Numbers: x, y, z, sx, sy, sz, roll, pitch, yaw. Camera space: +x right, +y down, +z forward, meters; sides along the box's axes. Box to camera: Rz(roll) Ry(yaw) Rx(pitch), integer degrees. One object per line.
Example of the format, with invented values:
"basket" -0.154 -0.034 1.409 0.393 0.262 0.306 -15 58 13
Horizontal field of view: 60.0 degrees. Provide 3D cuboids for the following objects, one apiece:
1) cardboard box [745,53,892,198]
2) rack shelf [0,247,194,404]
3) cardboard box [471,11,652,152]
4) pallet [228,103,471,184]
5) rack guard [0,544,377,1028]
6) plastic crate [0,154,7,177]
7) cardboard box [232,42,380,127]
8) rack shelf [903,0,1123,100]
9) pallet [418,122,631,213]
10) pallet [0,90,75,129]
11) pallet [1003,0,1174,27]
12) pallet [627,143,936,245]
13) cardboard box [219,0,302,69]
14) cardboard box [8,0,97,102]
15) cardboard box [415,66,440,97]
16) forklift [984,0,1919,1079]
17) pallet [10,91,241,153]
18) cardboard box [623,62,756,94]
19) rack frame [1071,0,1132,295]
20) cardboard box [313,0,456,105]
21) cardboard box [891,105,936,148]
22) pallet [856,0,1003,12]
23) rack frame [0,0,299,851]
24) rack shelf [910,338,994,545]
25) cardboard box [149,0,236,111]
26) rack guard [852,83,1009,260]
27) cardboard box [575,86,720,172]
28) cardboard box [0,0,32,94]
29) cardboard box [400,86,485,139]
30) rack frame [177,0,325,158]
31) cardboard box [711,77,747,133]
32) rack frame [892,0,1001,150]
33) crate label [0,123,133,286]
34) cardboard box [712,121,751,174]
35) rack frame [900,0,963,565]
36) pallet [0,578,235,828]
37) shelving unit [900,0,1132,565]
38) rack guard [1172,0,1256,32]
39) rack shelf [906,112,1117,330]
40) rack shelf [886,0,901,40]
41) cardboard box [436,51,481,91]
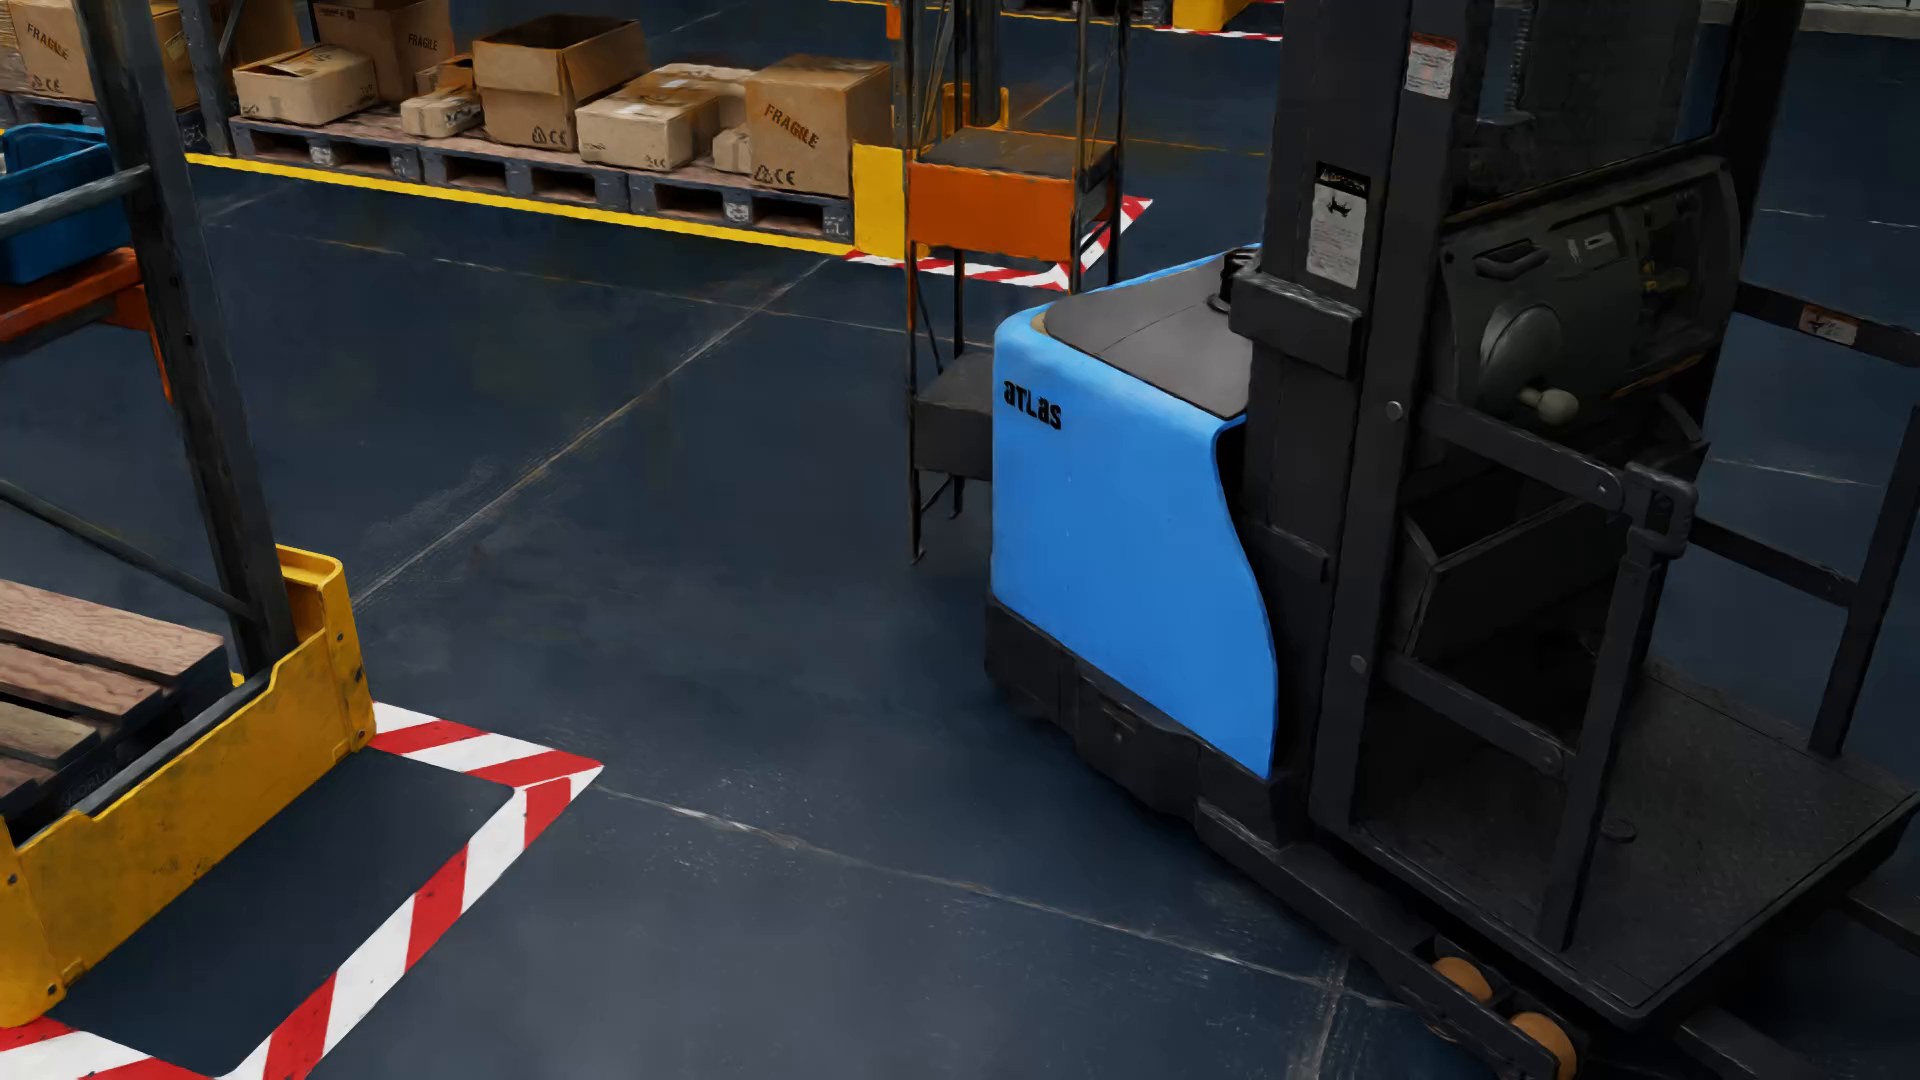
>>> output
"cardboard box" -0.644 -1.928 7.705 0.500 0.500 0.500 11 31 19
"rack shelf" -3.767 -0.635 4.056 4.000 0.370 1.077 11 31 19
"cardboard box" -2.011 -2.335 8.423 0.637 0.503 0.797 11 31 19
"pallet" -3.118 -2.234 8.989 1.213 0.211 1.003 11 31 19
"rack guard" -1.886 0.509 3.842 0.348 0.500 1.175 11 31 19
"plastic crate" -2.285 -0.782 3.793 0.298 0.136 0.250 11 31 19
"cardboard box" -3.447 -2.421 8.770 0.500 0.311 0.500 11 31 19
"rack shelf" 0.153 -1.481 4.341 0.480 0.518 0.431 11 31 19
"pallet" -1.984 -2.009 8.591 1.213 0.211 1.003 11 31 19
"pallet" -5.657 -2.720 9.848 1.213 0.211 1.003 11 31 19
"pallet" 1.041 -3.994 12.101 1.213 0.211 1.003 11 31 19
"pallet" -0.857 -1.783 8.190 1.213 0.211 1.003 11 31 19
"cardboard box" -4.111 -2.880 9.390 0.500 0.500 0.500 10 31 17
"cardboard box" -4.774 -2.735 9.134 0.500 0.500 0.500 11 31 19
"cardboard box" -2.750 -2.508 9.089 0.250 0.149 0.380 11 31 19
"forklift" 1.358 -0.447 3.062 1.130 2.935 3.031 -21 35 -32
"pallet" -4.522 -2.495 9.450 1.213 0.211 1.003 11 31 19
"cardboard box" -1.372 -2.245 8.521 0.500 0.250 0.500 11 31 19
"rack frame" 0.379 -0.838 4.599 0.015 2.100 0.400 11 31 19
"cardboard box" -3.120 -2.703 9.077 0.500 0.500 0.500 11 31 19
"cardboard box" -0.307 -2.021 8.226 0.250 0.149 0.380 11 31 19
"pallet" -0.086 -4.220 12.502 1.213 0.211 1.003 11 31 19
"rack frame" -1.914 -0.578 3.224 0.127 3.000 1.000 11 31 19
"rack shelf" 0.153 -0.262 5.030 0.480 0.518 0.431 11 31 19
"cardboard box" -4.319 -2.640 8.965 0.500 0.500 0.500 11 31 19
"rack guard" -0.118 -1.762 7.859 0.348 0.500 1.175 11 31 19
"cardboard box" -1.513 -2.008 8.102 0.500 0.250 0.500 11 31 19
"cardboard box" -5.239 -2.828 9.298 0.500 0.500 0.500 12 32 20
"cardboard box" -2.641 -2.202 8.530 0.250 0.166 0.380 11 31 19
"rack frame" -3.754 -3.576 8.528 0.127 3.000 1.000 11 31 19
"cardboard box" -0.908 -2.153 8.358 0.500 0.250 0.500 11 31 19
"rack frame" -0.048 -2.836 7.219 0.127 3.000 1.000 11 31 19
"crate label" -2.019 -0.727 3.597 0.303 0.233 0.416 11 31 19
"cardboard box" -0.986 -1.898 7.992 0.250 0.166 0.380 11 31 19
"rack frame" -0.073 -0.929 4.759 0.015 2.100 0.400 11 31 19
"pallet" -2.663 0.466 4.212 1.213 0.211 1.003 11 31 19
"shelving unit" 0.153 -0.883 4.679 0.503 2.100 0.431 11 31 19
"rack guard" 1.833 -4.003 11.823 0.348 0.500 1.175 11 31 19
"rack shelf" 0.153 -0.872 4.686 0.480 0.518 0.431 11 31 19
"rack shelf" -1.901 -2.893 8.051 4.000 0.370 1.077 11 31 19
"cardboard box" -2.425 -2.482 8.878 0.500 0.311 0.500 11 31 19
